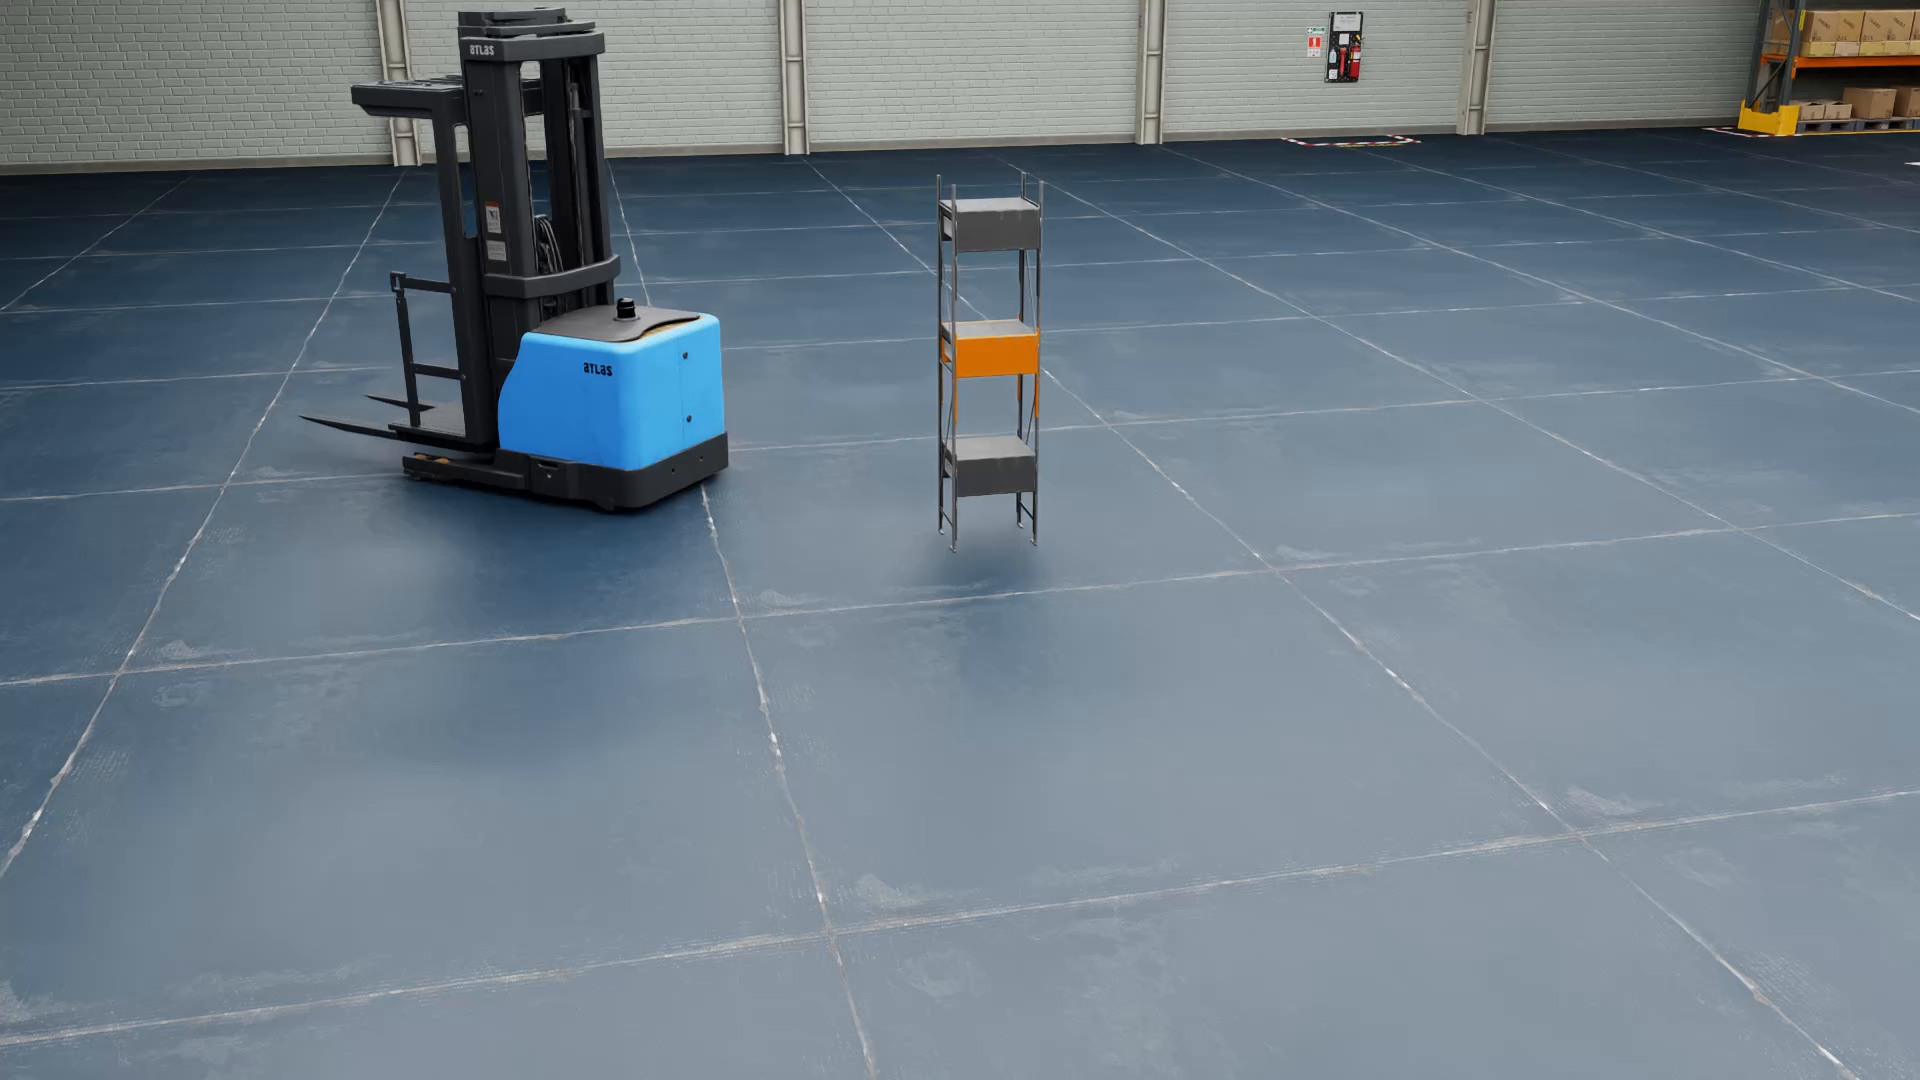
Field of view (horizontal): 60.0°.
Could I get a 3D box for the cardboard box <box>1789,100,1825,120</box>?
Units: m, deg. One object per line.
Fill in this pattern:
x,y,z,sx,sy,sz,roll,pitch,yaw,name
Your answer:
15.081,-7.707,29.763,0.500,0.311,0.500,-7,21,-19,cardboard box

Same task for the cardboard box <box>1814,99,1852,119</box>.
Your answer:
15.636,-7.752,29.886,0.500,0.311,0.500,-3,20,-8,cardboard box

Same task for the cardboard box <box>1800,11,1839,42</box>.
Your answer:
14.921,-8.967,29.031,0.500,0.500,0.500,-5,21,-12,cardboard box

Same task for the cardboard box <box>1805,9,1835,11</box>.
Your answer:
15.289,-9.175,29.598,0.500,0.500,0.500,-4,21,-12,cardboard box

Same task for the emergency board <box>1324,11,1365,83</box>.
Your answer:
6.617,-8.426,28.455,0.643,1.169,0.194,-5,21,-12,emergency board

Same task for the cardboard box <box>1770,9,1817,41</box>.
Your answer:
14.797,-9.138,29.498,0.500,0.500,0.500,-5,21,-13,cardboard box

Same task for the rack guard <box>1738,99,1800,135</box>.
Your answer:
14.461,-7.571,29.755,0.348,0.500,1.175,-5,21,-12,rack guard

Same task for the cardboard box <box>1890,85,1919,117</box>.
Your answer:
17.279,-7.992,30.267,0.500,0.500,0.500,-6,21,-17,cardboard box

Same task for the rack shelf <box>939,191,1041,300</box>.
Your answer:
0.161,-1.644,9.253,0.480,0.518,0.431,-5,21,-12,rack shelf

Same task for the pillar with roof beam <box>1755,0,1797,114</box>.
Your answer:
15.860,-10.459,25.285,0.400,9.000,9.100,-5,21,-12,pillar with roof beam

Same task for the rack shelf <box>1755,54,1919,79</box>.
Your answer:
16.334,-8.559,29.865,4.000,0.370,1.077,-5,21,-12,rack shelf

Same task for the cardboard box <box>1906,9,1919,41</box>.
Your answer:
16.914,-9.128,29.470,0.500,0.500,0.500,-5,21,-14,cardboard box

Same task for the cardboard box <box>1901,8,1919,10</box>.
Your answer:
17.270,-9.339,30.047,0.500,0.500,0.500,-5,21,-13,cardboard box

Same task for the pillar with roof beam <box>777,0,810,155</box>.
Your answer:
-1.657,-9.035,21.396,0.400,9.000,9.100,-5,21,-12,pillar with roof beam

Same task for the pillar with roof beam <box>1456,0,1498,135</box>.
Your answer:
10.021,-9.984,23.988,0.400,9.000,9.100,-5,21,-12,pillar with roof beam

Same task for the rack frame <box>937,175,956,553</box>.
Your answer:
-0.076,-0.980,9.436,0.015,2.100,0.400,-5,21,-12,rack frame

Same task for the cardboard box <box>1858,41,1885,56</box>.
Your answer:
15.934,-8.694,29.376,0.500,0.250,0.500,-5,21,-13,cardboard box

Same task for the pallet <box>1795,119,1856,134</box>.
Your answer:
15.260,-7.488,29.948,1.213,0.211,1.003,-5,21,-12,pallet

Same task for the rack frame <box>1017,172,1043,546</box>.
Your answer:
0.399,-1.018,9.542,0.015,2.100,0.400,-5,21,-12,rack frame

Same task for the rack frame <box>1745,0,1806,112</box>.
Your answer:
14.387,-8.738,29.309,0.127,3.000,1.000,-5,21,-12,rack frame

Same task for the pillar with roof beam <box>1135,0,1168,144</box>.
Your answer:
4.182,-9.510,22.692,0.400,9.000,9.100,-5,21,-12,pillar with roof beam

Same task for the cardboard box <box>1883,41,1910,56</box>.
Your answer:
16.427,-8.733,29.484,0.500,0.250,0.500,-4,21,-12,cardboard box

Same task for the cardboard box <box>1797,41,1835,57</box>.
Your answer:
14.935,-8.610,29.146,0.500,0.250,0.500,-5,21,-14,cardboard box

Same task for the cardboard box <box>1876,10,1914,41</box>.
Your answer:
16.408,-9.086,29.357,0.500,0.500,0.500,-4,20,-11,cardboard box

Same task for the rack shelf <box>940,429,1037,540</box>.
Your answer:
0.161,-0.329,9.735,0.480,0.518,0.431,-5,21,-12,rack shelf

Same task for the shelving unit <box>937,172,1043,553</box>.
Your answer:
0.161,-0.999,9.489,0.503,2.100,0.431,-5,21,-12,shelving unit

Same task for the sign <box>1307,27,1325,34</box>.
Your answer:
6.061,-8.679,28.325,0.331,0.109,0.001,-5,21,-12,sign

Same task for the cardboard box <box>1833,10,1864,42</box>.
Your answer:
15.404,-9.003,29.128,0.500,0.500,0.500,-5,21,-12,cardboard box

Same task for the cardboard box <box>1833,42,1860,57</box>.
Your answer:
15.437,-8.656,29.272,0.500,0.250,0.500,-5,21,-14,cardboard box

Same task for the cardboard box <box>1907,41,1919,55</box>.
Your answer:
16.916,-8.773,29.593,0.500,0.250,0.500,-5,21,-13,cardboard box

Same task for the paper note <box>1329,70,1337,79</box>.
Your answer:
6.429,-8.021,28.631,0.142,0.148,0.016,-5,21,-12,paper note

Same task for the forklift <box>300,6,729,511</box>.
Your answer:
-3.070,-1.890,10.712,3.031,2.935,1.130,10,22,25,forklift

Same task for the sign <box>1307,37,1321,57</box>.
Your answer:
6.055,-8.433,28.424,0.234,0.329,0.001,-5,21,-12,sign

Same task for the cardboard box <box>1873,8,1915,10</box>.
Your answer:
16.784,-9.302,29.945,0.500,0.500,0.500,-4,21,-11,cardboard box

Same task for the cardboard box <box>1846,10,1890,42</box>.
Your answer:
15.909,-9.041,29.234,0.500,0.500,0.500,-5,21,-14,cardboard box

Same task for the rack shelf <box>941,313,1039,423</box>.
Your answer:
0.161,-0.986,9.494,0.480,0.518,0.431,-5,21,-12,rack shelf

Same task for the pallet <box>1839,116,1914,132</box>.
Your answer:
16.445,-7.583,30.208,1.213,0.211,1.003,-5,21,-12,pallet

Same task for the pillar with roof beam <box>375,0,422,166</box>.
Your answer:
-7.496,-8.560,20.099,0.400,9.000,9.100,-5,21,-12,pillar with roof beam

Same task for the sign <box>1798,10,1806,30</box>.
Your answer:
14.512,-8.963,28.664,0.005,0.325,0.100,-5,21,-12,sign

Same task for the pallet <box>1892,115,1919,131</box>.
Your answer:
17.634,-7.681,30.475,1.213,0.211,1.003,-5,21,-12,pallet

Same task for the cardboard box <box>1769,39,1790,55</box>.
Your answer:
14.798,-8.779,29.609,0.500,0.250,0.500,-4,21,-12,cardboard box

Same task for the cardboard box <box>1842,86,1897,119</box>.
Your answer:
16.362,-7.882,29.966,0.500,0.500,0.700,-6,21,-16,cardboard box
